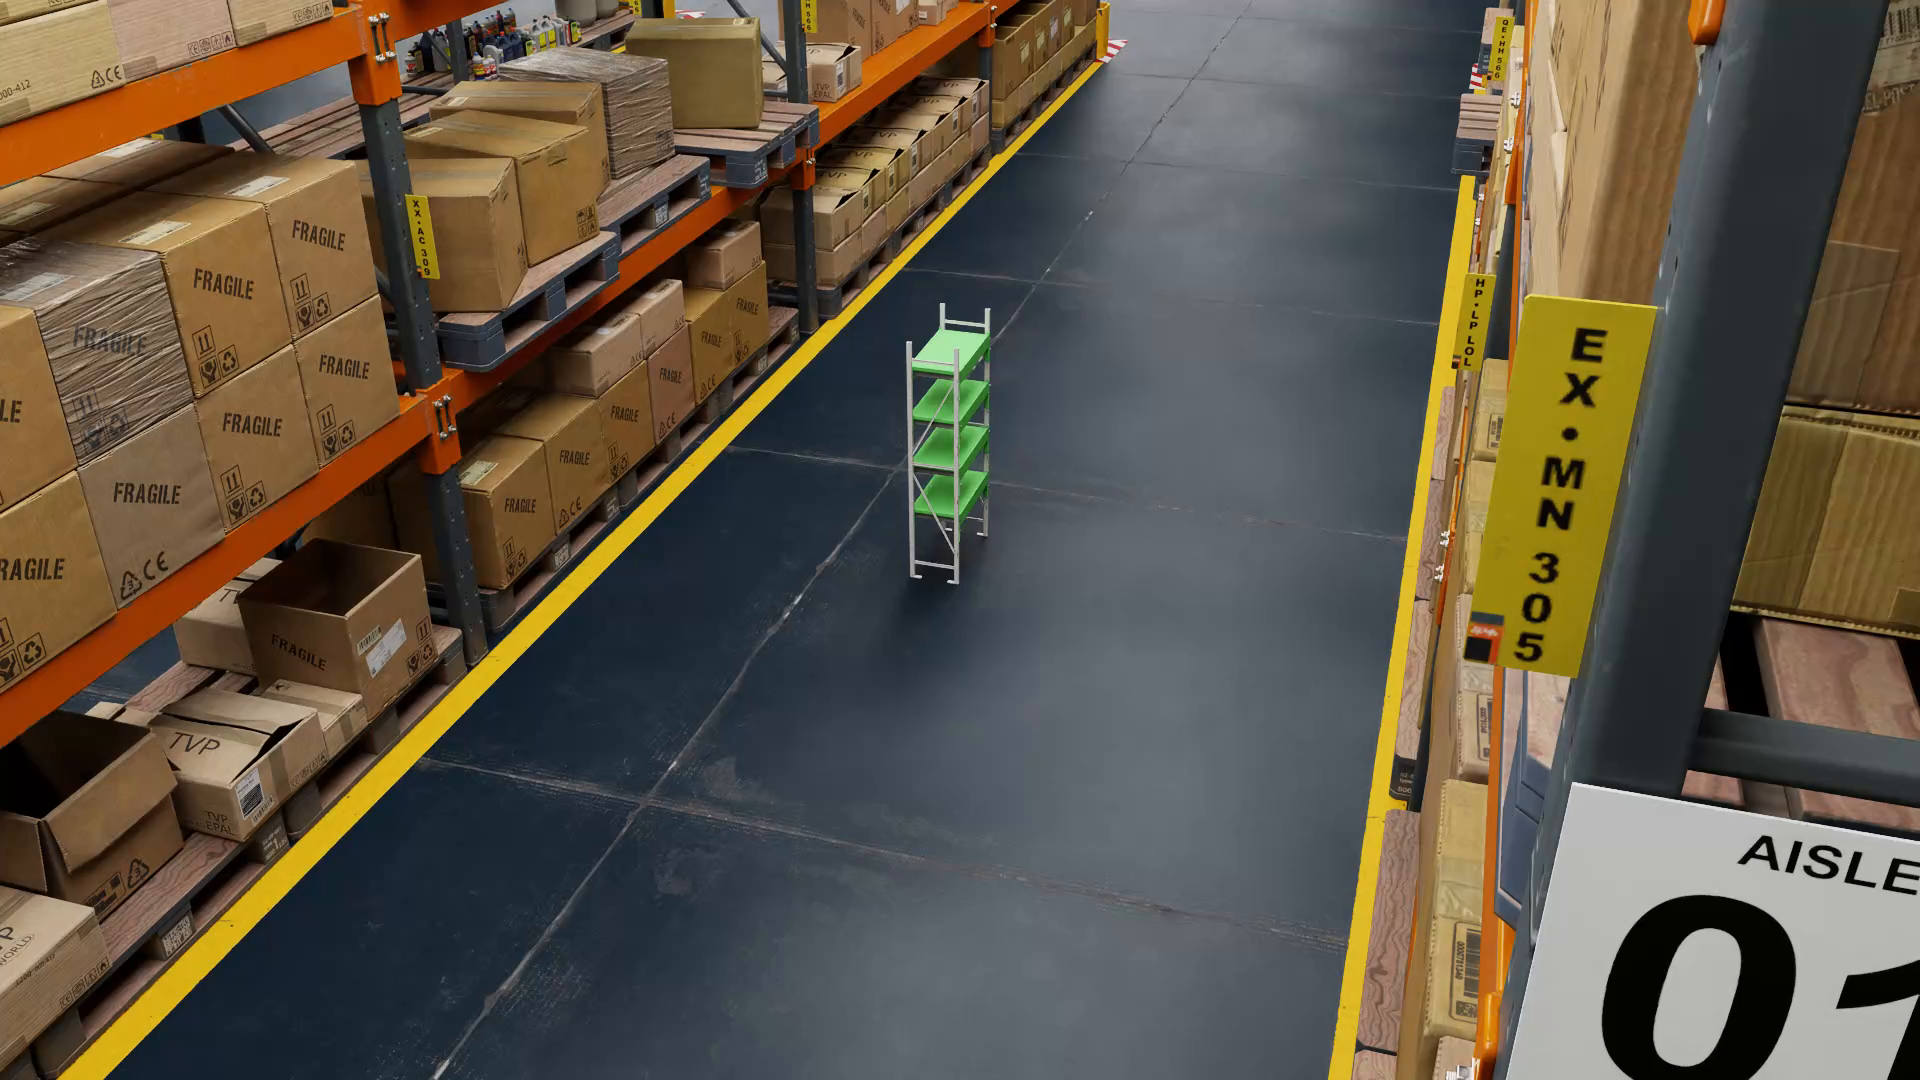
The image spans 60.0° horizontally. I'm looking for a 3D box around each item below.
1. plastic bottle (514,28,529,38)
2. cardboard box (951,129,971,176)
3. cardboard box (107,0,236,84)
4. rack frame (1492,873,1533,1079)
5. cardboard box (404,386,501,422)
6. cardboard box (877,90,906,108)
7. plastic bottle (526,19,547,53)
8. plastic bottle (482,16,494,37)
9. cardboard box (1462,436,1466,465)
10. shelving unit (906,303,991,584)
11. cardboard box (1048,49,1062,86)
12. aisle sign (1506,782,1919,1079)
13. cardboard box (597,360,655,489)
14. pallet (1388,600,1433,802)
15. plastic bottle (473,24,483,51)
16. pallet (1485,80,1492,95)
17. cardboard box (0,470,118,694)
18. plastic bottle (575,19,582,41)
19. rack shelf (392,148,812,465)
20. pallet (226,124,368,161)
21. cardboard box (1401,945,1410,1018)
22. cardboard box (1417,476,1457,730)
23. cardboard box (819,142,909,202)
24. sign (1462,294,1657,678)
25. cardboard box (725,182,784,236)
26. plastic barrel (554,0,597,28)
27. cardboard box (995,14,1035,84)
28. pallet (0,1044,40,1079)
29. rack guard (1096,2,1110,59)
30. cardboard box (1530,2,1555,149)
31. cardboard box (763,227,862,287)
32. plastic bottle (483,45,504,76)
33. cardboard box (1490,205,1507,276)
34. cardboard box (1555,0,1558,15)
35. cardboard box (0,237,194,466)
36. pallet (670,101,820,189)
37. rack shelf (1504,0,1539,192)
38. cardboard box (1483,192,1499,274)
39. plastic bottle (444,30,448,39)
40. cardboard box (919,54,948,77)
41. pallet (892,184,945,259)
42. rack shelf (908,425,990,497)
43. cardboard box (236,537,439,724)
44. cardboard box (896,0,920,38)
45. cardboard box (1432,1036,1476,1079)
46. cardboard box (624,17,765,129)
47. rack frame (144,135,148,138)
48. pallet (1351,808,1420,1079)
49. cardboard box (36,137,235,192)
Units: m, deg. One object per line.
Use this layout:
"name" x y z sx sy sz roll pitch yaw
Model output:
"plastic bottle" -4.297 -4.891 16.305 0.152 0.276 0.135 8 30 15
"cardboard box" -0.223 -3.082 13.102 0.500 0.250 0.500 8 30 14
"cardboard box" -2.622 -1.602 5.113 0.500 0.250 0.500 8 30 15
"rack frame" 0.986 1.712 2.086 1.000 3.000 0.127 8 30 15
"cardboard box" -2.552 -0.450 8.093 0.500 0.500 0.500 9 30 15
"cardboard box" -0.740 -3.408 13.110 0.500 0.311 0.500 8 30 14
"plastic bottle" -4.149 -4.914 16.270 0.144 0.351 0.185 8 30 14
"plastic bottle" -4.748 -5.133 16.745 0.097 0.271 0.097 0 29 0
"cardboard box" 2.040 -0.364 6.056 0.380 0.149 0.250 9 30 16
"shelving unit" -0.049 -0.447 7.820 0.258 1.200 0.503 8 30 15
"cardboard box" 0.642 -4.420 15.506 0.500 0.250 0.500 8 30 15
"aisle sign" 0.678 0.567 1.471 0.394 0.787 0.004 8 30 15
"cardboard box" -1.902 -0.622 8.402 0.500 0.500 0.500 9 30 15
"pallet" 2.315 0.703 6.770 1.003 0.211 1.213 8 30 15
"plastic bottle" -4.744 -4.923 16.355 0.061 0.283 0.133 8 30 15
"pallet" 5.388 -4.097 15.397 1.003 0.211 1.213 8 30 15
"cardboard box" -2.923 0.090 4.901 0.500 0.500 0.500 9 30 16
"plastic bottle" -3.908 -5.190 16.920 0.097 0.201 0.097 0 29 0
"rack shelf" -1.989 -1.467 8.541 1.077 0.370 4.000 8 30 15
"pallet" -5.512 -3.120 13.641 1.003 0.211 1.213 8 30 15
"cardboard box" 1.692 1.328 4.916 0.700 0.500 0.500 8 30 14
"cardboard box" 2.227 0.289 6.425 0.750 0.750 0.750 9 30 15
"cardboard box" -0.670 -2.621 11.696 0.500 0.311 0.500 8 30 14
"sign" 0.471 -0.035 1.312 0.100 0.325 0.005 8 30 15
"cardboard box" -1.484 -2.216 10.968 0.500 0.311 0.500 9 30 16
"plastic barrel" -4.055 -5.683 17.508 0.421 0.512 0.421 0 29 0
"cardboard box" 0.346 -4.283 14.489 0.500 0.500 0.500 8 30 15
"pallet" -3.495 1.820 4.761 1.003 0.211 1.213 8 30 15
"rack guard" 0.953 -5.347 17.348 1.175 0.500 0.348 8 30 15
"cardboard box" 1.399 -0.861 3.246 0.500 0.250 0.500 8 30 13
"cardboard box" -0.968 -1.894 10.965 0.500 0.250 0.500 8 30 15
"plastic bottle" -4.381 -4.520 15.638 0.152 0.276 0.135 10 30 17
"cardboard box" 2.053 -0.910 5.600 0.500 0.250 0.500 9 30 16
"cardboard box" 1.398 -1.185 3.058 0.500 0.500 0.500 9 30 15
"cardboard box" -2.773 -0.588 5.089 0.500 0.500 0.500 9 30 15
"pallet" -1.534 -2.302 9.499 1.213 0.211 1.003 8 30 15
"rack shelf" 2.747 -2.072 6.544 1.077 0.370 4.000 8 30 15
"cardboard box" 2.351 -1.050 6.623 0.500 0.500 0.500 9 30 15
"plastic bottle" -4.984 -4.794 16.125 0.061 0.283 0.133 11 31 18
"cardboard box" -0.143 -4.356 14.621 0.500 0.500 0.500 8 30 15
"pallet" -0.763 -2.434 12.408 1.003 0.211 1.213 8 30 15
"rack shelf" -0.049 -0.392 7.851 0.258 0.148 0.480 8 30 15
"cardboard box" -2.472 0.354 6.647 0.500 0.500 0.500 8 30 15
"cardboard box" -0.624 -4.014 12.277 0.500 0.500 0.500 11 31 18
"cardboard box" 1.126 1.343 2.442 0.980 0.700 0.700 10 31 17
"cardboard box" -1.479 -2.629 9.355 0.700 0.500 0.500 -1 29 -2
"rack frame" -6.136 -3.419 11.311 1.000 3.000 0.127 8 30 15
"pallet" 1.862 1.414 5.490 1.003 0.211 1.213 8 30 15
"cardboard box" -2.984 -1.153 6.106 0.500 0.500 0.500 9 30 16
